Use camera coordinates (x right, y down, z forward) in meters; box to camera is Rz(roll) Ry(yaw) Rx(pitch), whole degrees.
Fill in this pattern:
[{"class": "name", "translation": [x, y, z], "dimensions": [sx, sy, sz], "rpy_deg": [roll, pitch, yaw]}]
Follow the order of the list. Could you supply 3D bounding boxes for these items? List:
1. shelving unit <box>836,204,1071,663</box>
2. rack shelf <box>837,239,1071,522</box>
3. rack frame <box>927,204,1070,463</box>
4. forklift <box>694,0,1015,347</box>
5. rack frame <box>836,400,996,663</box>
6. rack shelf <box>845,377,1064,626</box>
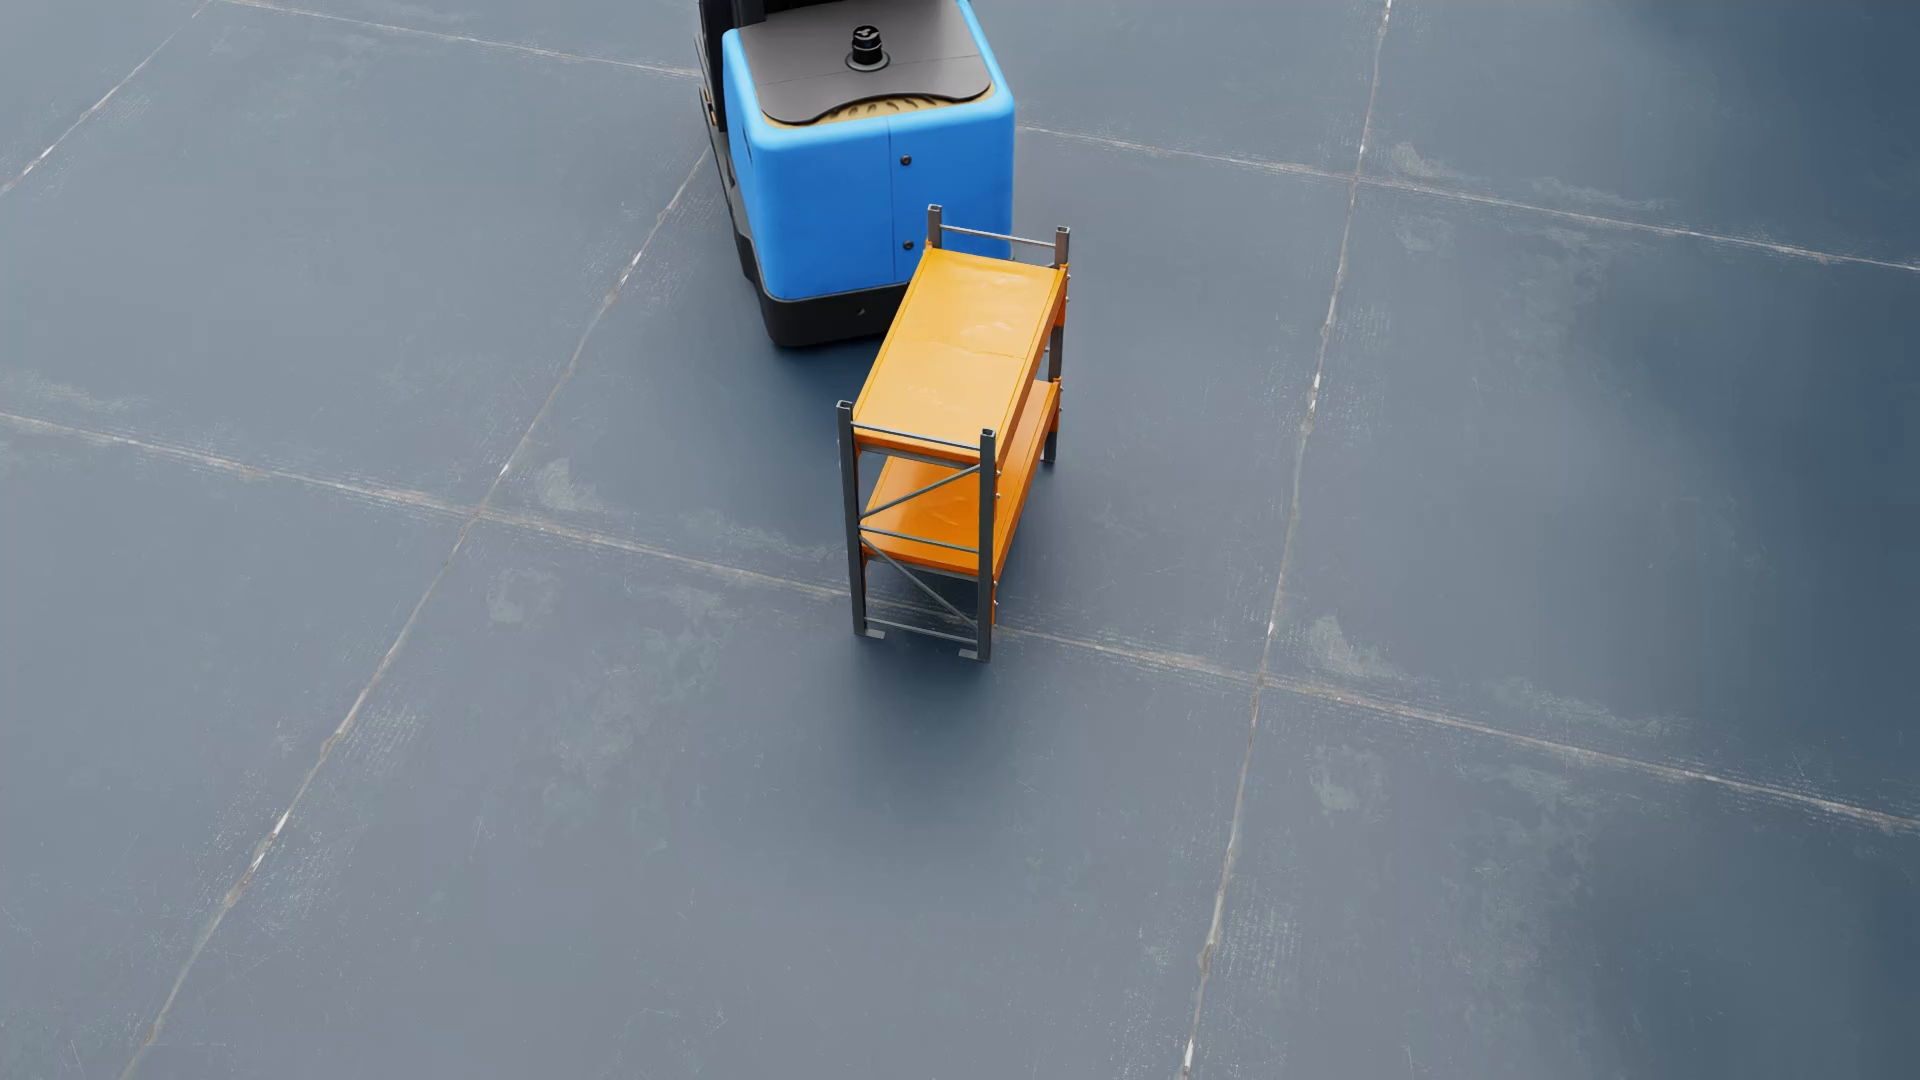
[{"class": "shelving unit", "translation": [-0.002, -0.367, 5.824], "dimensions": [0.538, 1.125, 1.048], "rpy_deg": [12, 50, 10]}, {"class": "rack shelf", "translation": [-0.002, -0.561, 5.605], "dimensions": [0.538, 0.278, 1.000], "rpy_deg": [12, 50, 10]}, {"class": "rack frame", "translation": [0.132, -0.735, 6.148], "dimensions": [0.500, 1.125, 0.032], "rpy_deg": [12, 50, 10]}, {"class": "forklift", "translation": [-0.626, -2.898, 6.853], "dimensions": [1.130, 2.935, 3.031], "rpy_deg": [-11, 49, -9]}, {"class": "rack frame", "translation": [-0.136, 0.000, 5.499], "dimensions": [0.500, 1.125, 0.032], "rpy_deg": [12, 50, 10]}, {"class": "rack shelf", "translation": [-0.002, -0.206, 6.007], "dimensions": [0.538, 0.278, 1.000], "rpy_deg": [12, 50, 10]}]
